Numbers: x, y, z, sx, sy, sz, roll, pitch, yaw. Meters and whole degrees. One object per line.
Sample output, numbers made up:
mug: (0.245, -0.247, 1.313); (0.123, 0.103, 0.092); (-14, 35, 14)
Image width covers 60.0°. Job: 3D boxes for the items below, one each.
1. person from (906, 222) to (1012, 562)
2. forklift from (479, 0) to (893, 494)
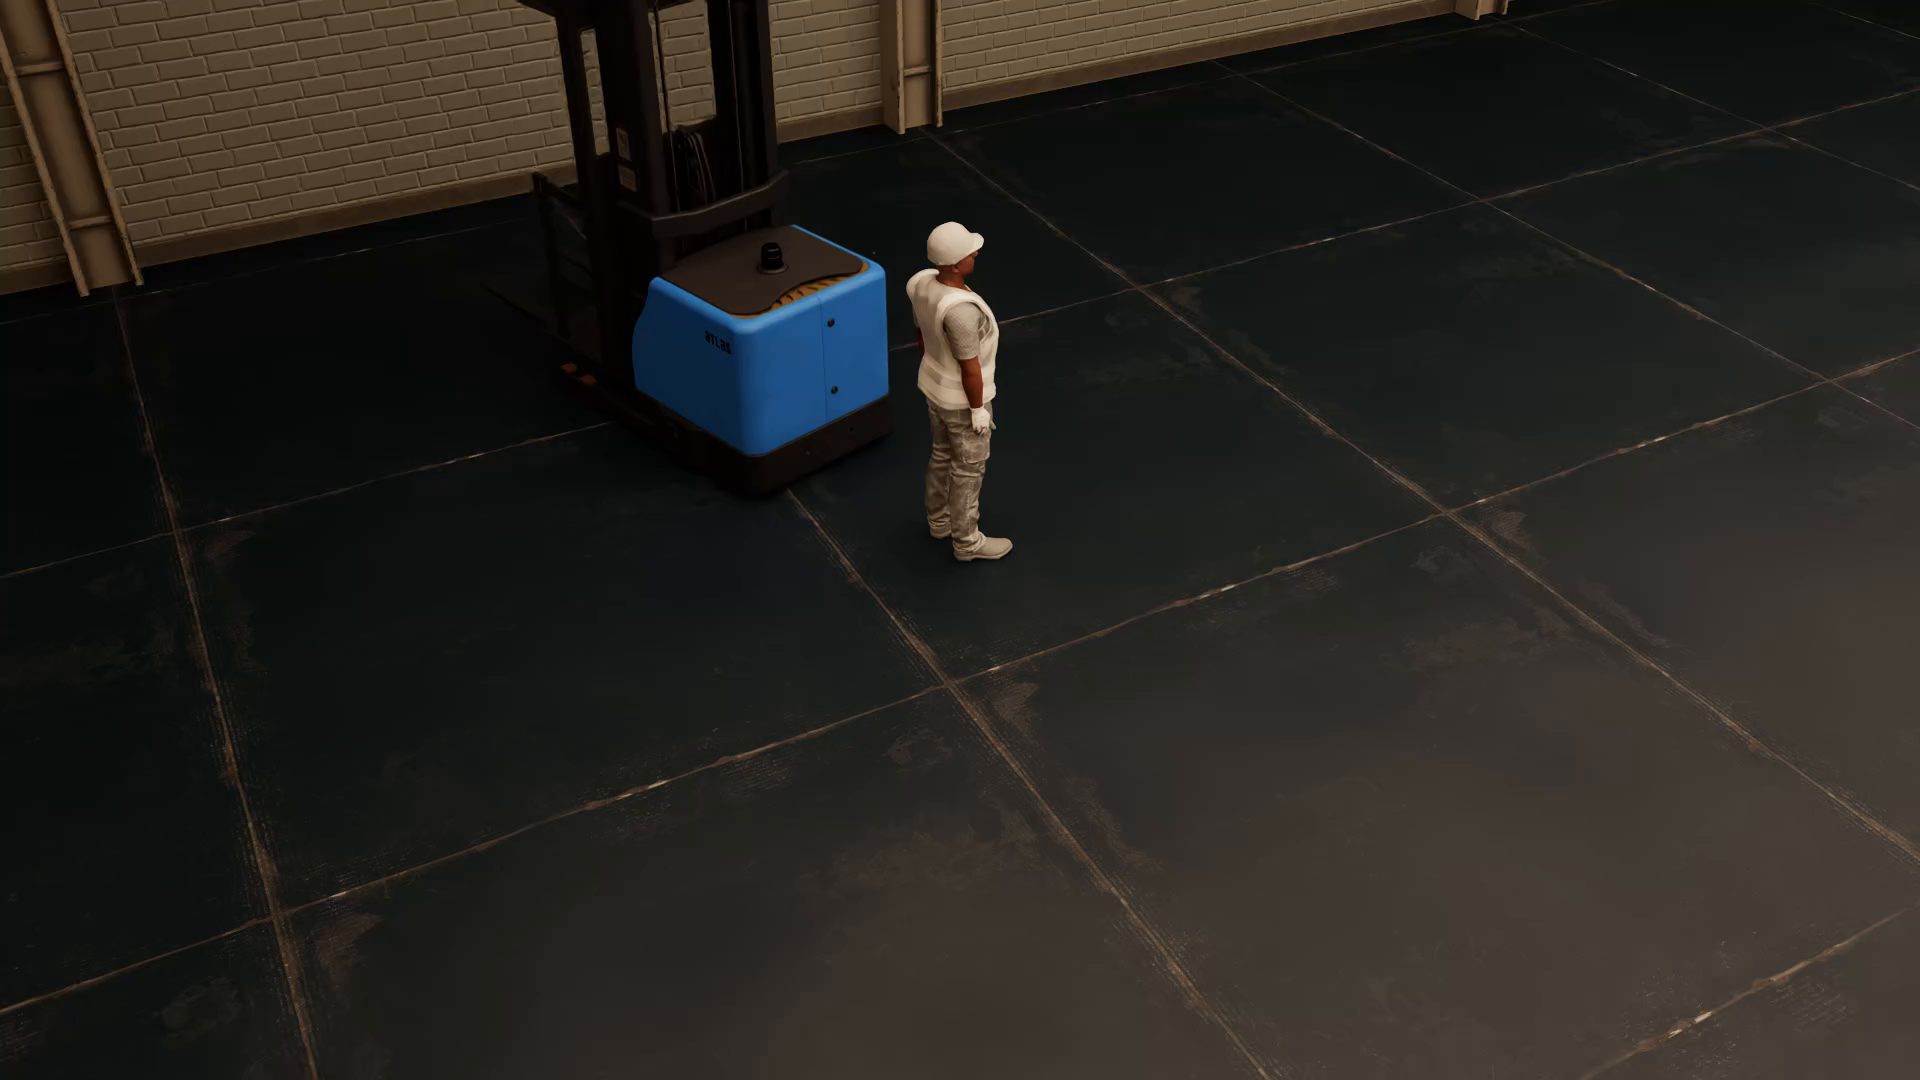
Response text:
person: (0.001, -0.730, 8.150); (0.387, 1.789, 0.543); (-17, 39, -23)
forklift: (-1.775, -2.190, 9.222); (1.130, 2.935, 3.031); (-30, 45, -35)
